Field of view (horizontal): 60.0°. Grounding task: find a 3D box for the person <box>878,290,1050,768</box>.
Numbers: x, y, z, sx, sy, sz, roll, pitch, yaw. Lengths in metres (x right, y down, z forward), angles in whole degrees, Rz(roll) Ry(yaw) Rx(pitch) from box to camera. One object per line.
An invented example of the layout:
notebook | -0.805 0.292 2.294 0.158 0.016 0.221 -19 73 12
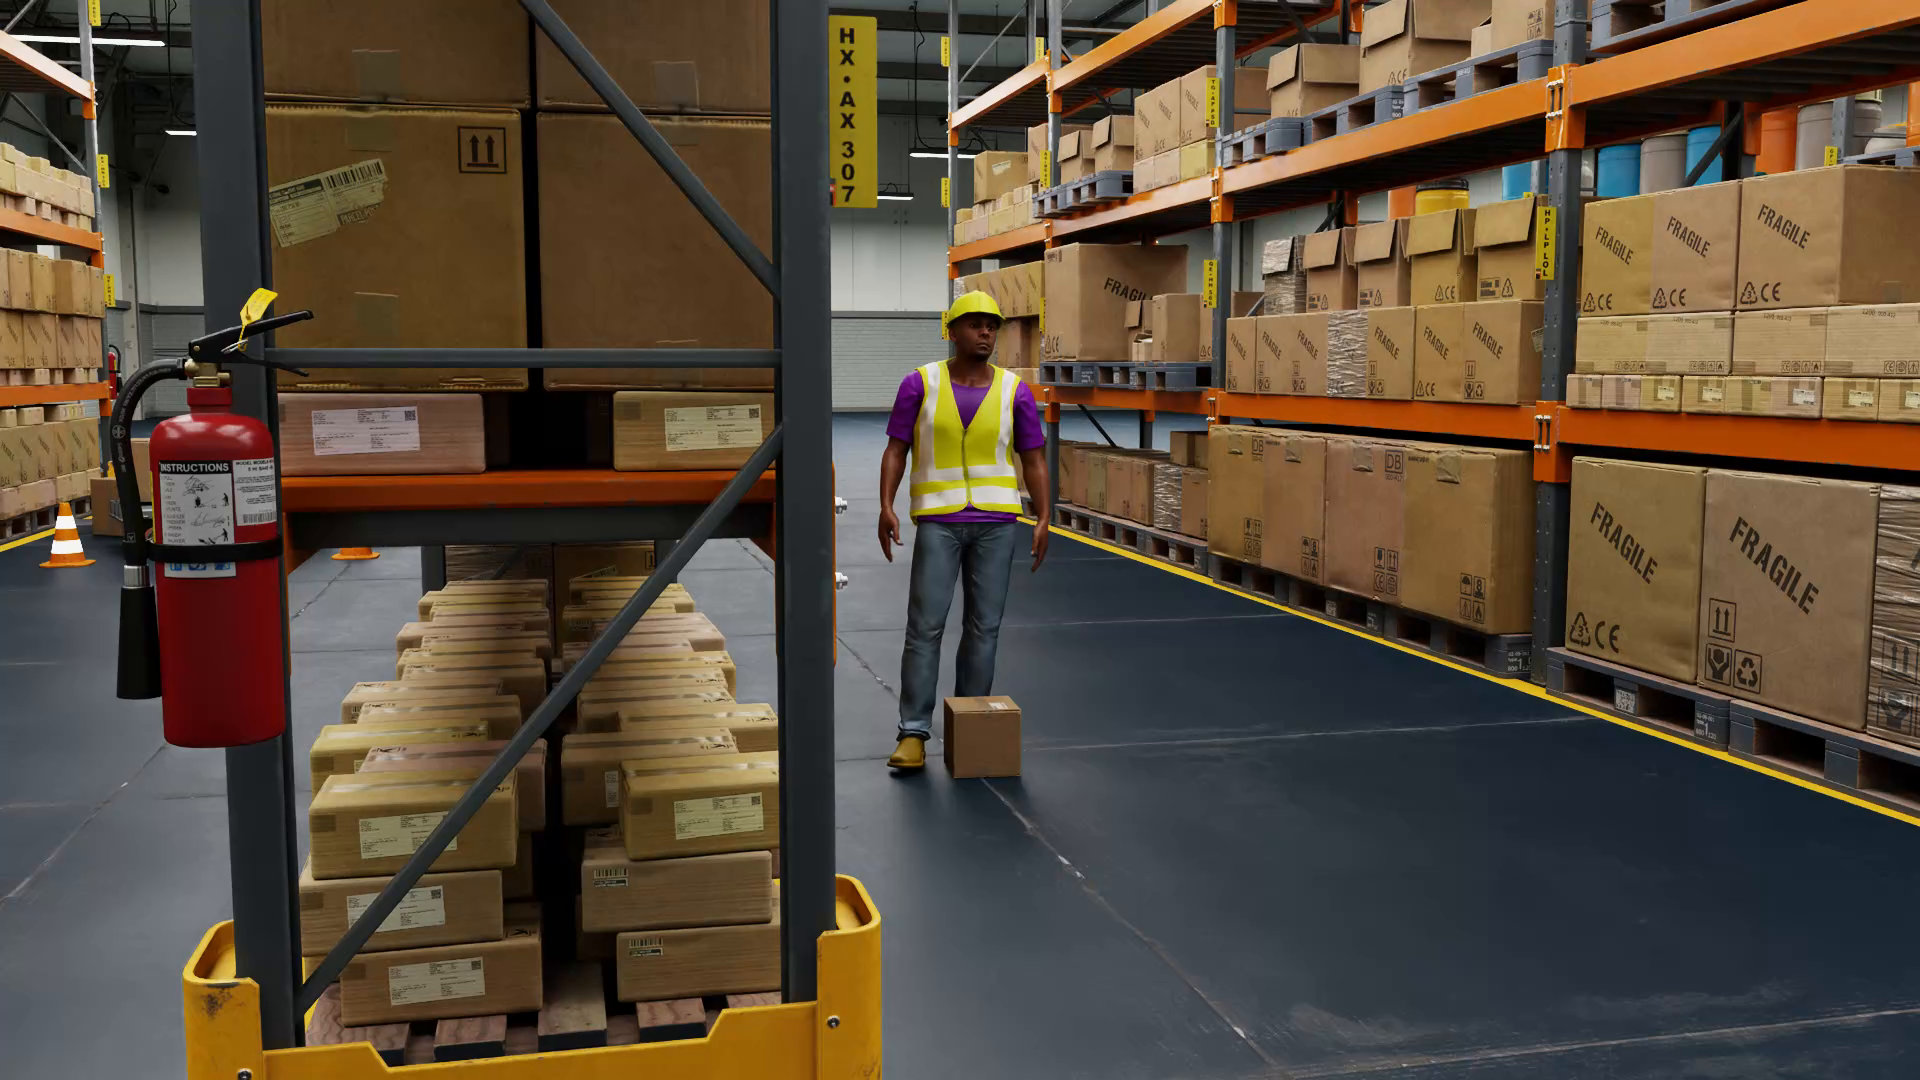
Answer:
person | 0.026 -0.055 6.269 0.665 1.768 0.575 -1 6 -7
